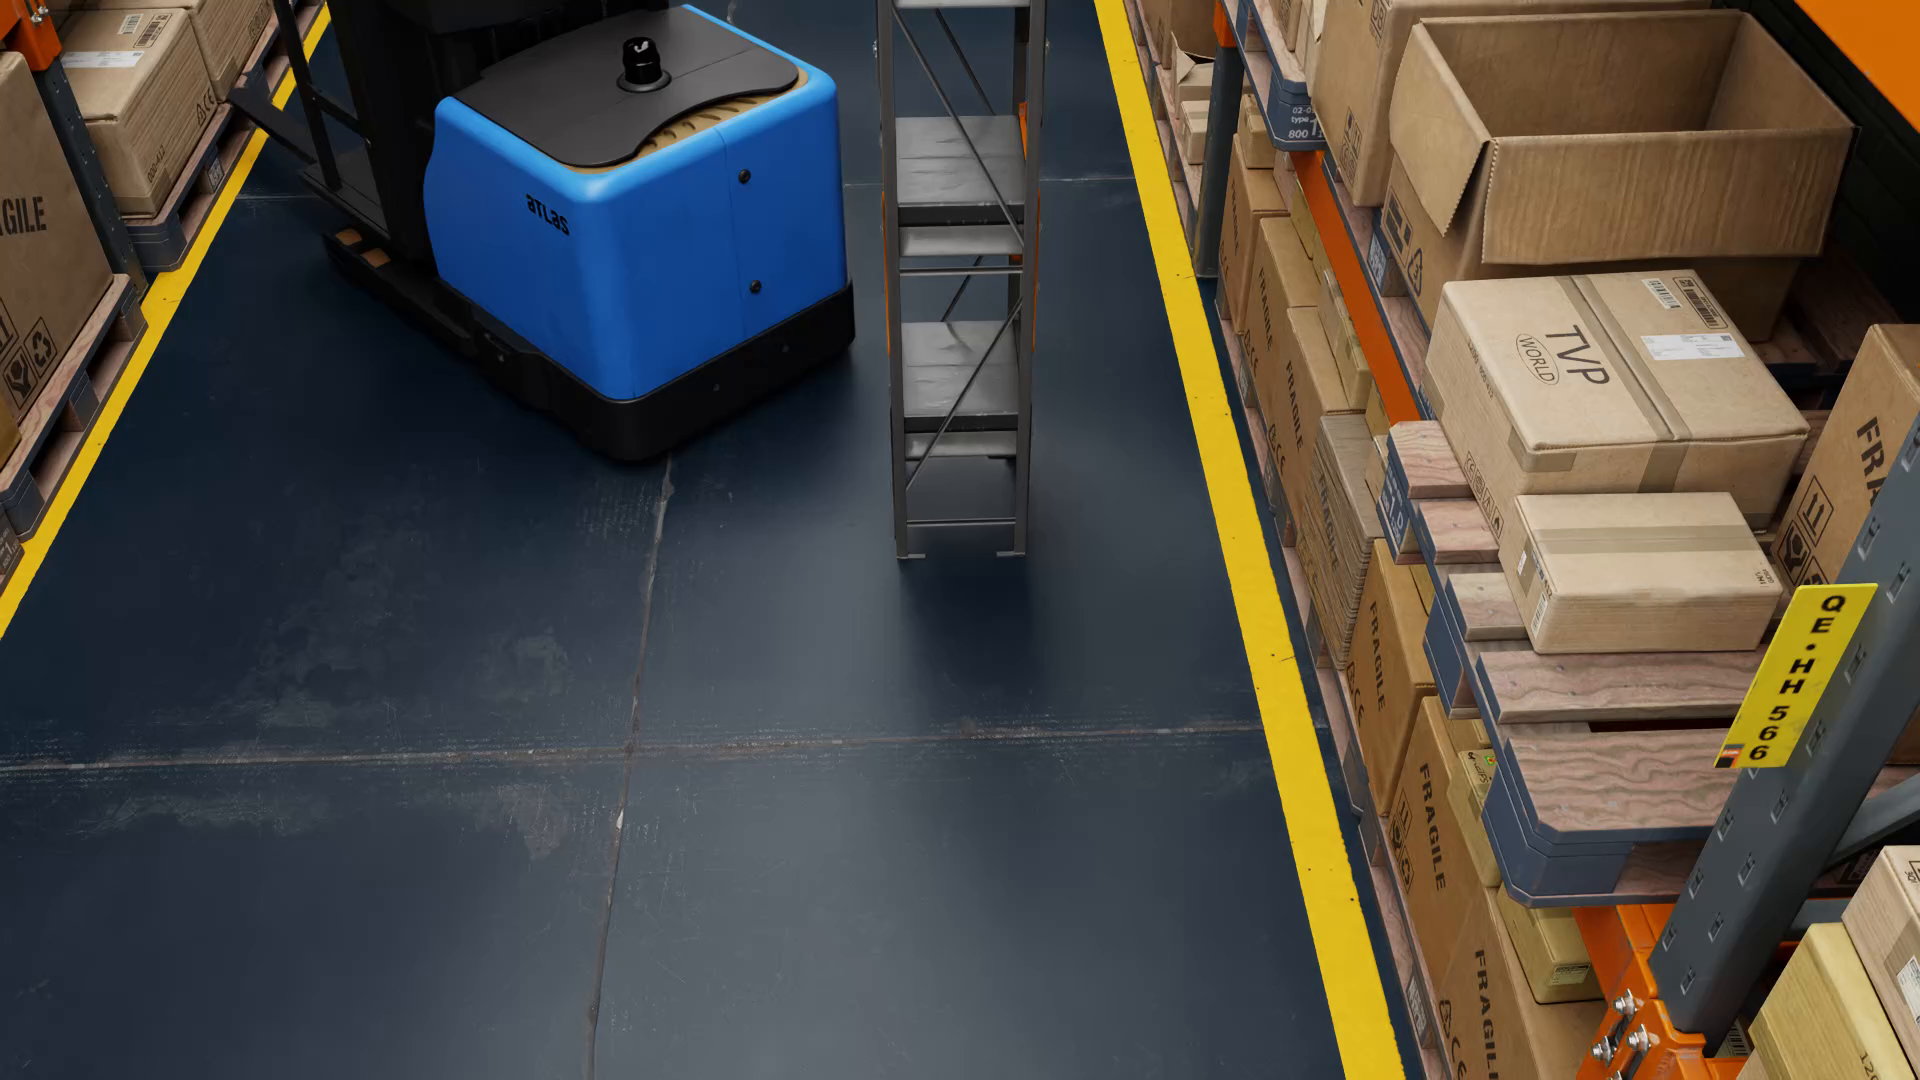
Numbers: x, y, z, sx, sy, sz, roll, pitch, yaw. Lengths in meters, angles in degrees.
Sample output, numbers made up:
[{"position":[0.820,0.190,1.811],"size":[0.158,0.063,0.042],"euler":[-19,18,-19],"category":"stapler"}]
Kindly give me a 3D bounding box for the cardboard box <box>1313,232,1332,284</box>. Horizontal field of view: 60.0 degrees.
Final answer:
[{"position":[1.282,-0.832,4.997],"size":[0.380,0.149,0.250],"euler":[-2,43,-3],"category":"cardboard box"}]

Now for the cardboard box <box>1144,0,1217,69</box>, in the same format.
[{"position":[1.199,-2.391,7.177],"size":[0.700,0.500,0.500],"euler":[-3,43,-3],"category":"cardboard box"}]

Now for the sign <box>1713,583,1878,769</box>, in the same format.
[{"position":[1.024,0.173,2.043],"size":[0.100,0.325,0.005],"euler":[-2,43,-2],"category":"sign"}]

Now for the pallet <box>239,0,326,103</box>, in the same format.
[{"position":[-3.572,-2.320,7.625],"size":[1.003,0.211,1.213],"euler":[-2,43,-2],"category":"pallet"}]

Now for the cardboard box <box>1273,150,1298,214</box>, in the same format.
[{"position":[1.235,-1.189,5.387],"size":[0.380,0.149,0.250],"euler":[-3,43,-3],"category":"cardboard box"}]

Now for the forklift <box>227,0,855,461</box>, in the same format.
[{"position":[-1.772,-2.229,5.512],"size":[3.031,2.935,1.130],"euler":[34,52,31],"category":"forklift"}]

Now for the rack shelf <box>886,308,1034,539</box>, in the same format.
[{"position":[-0.007,-0.360,5.145],"size":[0.431,0.518,0.480],"euler":[-2,43,-2],"category":"rack shelf"}]

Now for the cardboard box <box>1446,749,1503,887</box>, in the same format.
[{"position":[1.250,0.567,3.471],"size":[0.380,0.149,0.250],"euler":[-4,43,-4],"category":"cardboard box"}]

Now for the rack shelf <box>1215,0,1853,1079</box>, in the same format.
[{"position":[1.481,-0.536,4.147],"size":[1.077,0.370,4.000],"euler":[-2,43,-2],"category":"rack shelf"}]

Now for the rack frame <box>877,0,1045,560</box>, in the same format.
[{"position":[0.003,-0.721,4.483],"size":[0.400,2.100,0.015],"euler":[-2,43,-2],"category":"rack frame"}]

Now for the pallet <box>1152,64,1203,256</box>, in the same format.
[{"position":[1.368,-1.587,6.826],"size":[1.003,0.211,1.213],"euler":[-2,43,-2],"category":"pallet"}]

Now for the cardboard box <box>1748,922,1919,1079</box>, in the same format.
[{"position":[1.316,0.727,1.978],"size":[0.500,0.250,0.500],"euler":[-2,43,-2],"category":"cardboard box"}]

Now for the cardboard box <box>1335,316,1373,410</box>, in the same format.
[{"position":[1.264,-0.495,4.629],"size":[0.380,0.149,0.250],"euler":[0,43,0],"category":"cardboard box"}]

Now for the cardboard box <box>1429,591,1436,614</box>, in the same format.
[{"position":[1.317,0.208,3.862],"size":[0.380,0.149,0.250],"euler":[0,43,-1],"category":"cardboard box"}]

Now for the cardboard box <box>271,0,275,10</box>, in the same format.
[{"position":[-3.557,-2.857,7.732],"size":[0.875,0.438,0.875],"euler":[-1,43,-1],"category":"cardboard box"}]

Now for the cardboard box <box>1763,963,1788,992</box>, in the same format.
[{"position":[1.828,1.023,3.453],"size":[0.500,0.500,0.500],"euler":[0,43,0],"category":"cardboard box"}]

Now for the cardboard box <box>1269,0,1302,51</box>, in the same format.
[{"position":[1.215,-1.661,4.457],"size":[0.700,0.500,0.500],"euler":[-1,43,-1],"category":"cardboard box"}]

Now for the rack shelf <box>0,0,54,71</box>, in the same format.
[{"position":[-3.478,-0.391,3.989],"size":[1.077,0.370,4.000],"euler":[-2,43,-2],"category":"rack shelf"}]

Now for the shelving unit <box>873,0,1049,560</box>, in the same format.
[{"position":[-0.007,-0.886,4.662],"size":[0.431,2.100,0.503],"euler":[-2,43,-2],"category":"shelving unit"}]

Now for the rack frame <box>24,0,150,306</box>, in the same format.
[{"position":[-3.563,-2.007,5.219],"size":[1.000,3.000,0.127],"euler":[-2,43,-2],"category":"rack frame"}]

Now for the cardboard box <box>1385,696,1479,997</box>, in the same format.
[{"position":[1.323,0.698,3.808],"size":[0.500,0.500,0.500],"euler":[-2,43,-2],"category":"cardboard box"}]

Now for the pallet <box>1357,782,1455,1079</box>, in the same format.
[{"position":[1.572,1.072,3.925],"size":[1.003,0.211,1.213],"euler":[-2,43,-2],"category":"pallet"}]

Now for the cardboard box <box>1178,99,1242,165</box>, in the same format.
[{"position":[1.079,-1.623,6.600],"size":[0.380,0.149,0.250],"euler":[-3,43,-3],"category":"cardboard box"}]

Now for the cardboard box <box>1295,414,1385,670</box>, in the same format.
[{"position":[1.257,-0.005,4.575],"size":[0.500,0.500,0.500],"euler":[-3,43,-3],"category":"cardboard box"}]

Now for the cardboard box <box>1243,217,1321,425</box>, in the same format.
[{"position":[1.224,-0.693,5.325],"size":[0.500,0.500,0.500],"euler":[-2,43,-2],"category":"cardboard box"}]

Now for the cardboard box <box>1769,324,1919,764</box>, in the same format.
[{"position":[1.700,0.005,2.640],"size":[0.500,0.500,0.500],"euler":[0,43,0],"category":"cardboard box"}]

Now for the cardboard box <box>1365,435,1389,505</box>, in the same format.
[{"position":[1.264,-0.146,4.248],"size":[0.380,0.149,0.250],"euler":[-4,43,-4],"category":"cardboard box"}]

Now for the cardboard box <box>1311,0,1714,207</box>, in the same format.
[{"position":[1.249,-1.131,3.879],"size":[0.700,0.500,0.500],"euler":[-2,43,-2],"category":"cardboard box"}]

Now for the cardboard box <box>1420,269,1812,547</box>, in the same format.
[{"position":[1.198,-0.254,3.107],"size":[0.500,0.250,0.500],"euler":[-3,43,-4],"category":"cardboard box"}]

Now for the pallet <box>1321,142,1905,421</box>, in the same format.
[{"position":[1.479,-0.693,3.928],"size":[1.003,0.211,1.213],"euler":[-2,43,-2],"category":"pallet"}]

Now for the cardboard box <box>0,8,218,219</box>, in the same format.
[{"position":[-3.482,-1.644,6.409],"size":[0.875,0.438,0.875],"euler":[-2,43,-2],"category":"cardboard box"}]

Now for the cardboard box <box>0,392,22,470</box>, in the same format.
[{"position":[-3.410,-0.352,4.676],"size":[0.875,0.875,0.875],"euler":[-1,43,-1],"category":"cardboard box"}]

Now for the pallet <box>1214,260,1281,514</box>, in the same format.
[{"position":[1.469,-0.576,5.722],"size":[1.003,0.211,1.213],"euler":[-2,43,-2],"category":"pallet"}]

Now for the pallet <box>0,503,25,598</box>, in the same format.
[{"position":[-3.400,0.366,4.695],"size":[1.003,0.211,1.213],"euler":[-2,43,-2],"category":"pallet"}]

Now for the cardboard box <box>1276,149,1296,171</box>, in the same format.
[{"position":[1.205,-1.310,5.298],"size":[0.380,0.149,0.250],"euler":[-4,43,-4],"category":"cardboard box"}]
